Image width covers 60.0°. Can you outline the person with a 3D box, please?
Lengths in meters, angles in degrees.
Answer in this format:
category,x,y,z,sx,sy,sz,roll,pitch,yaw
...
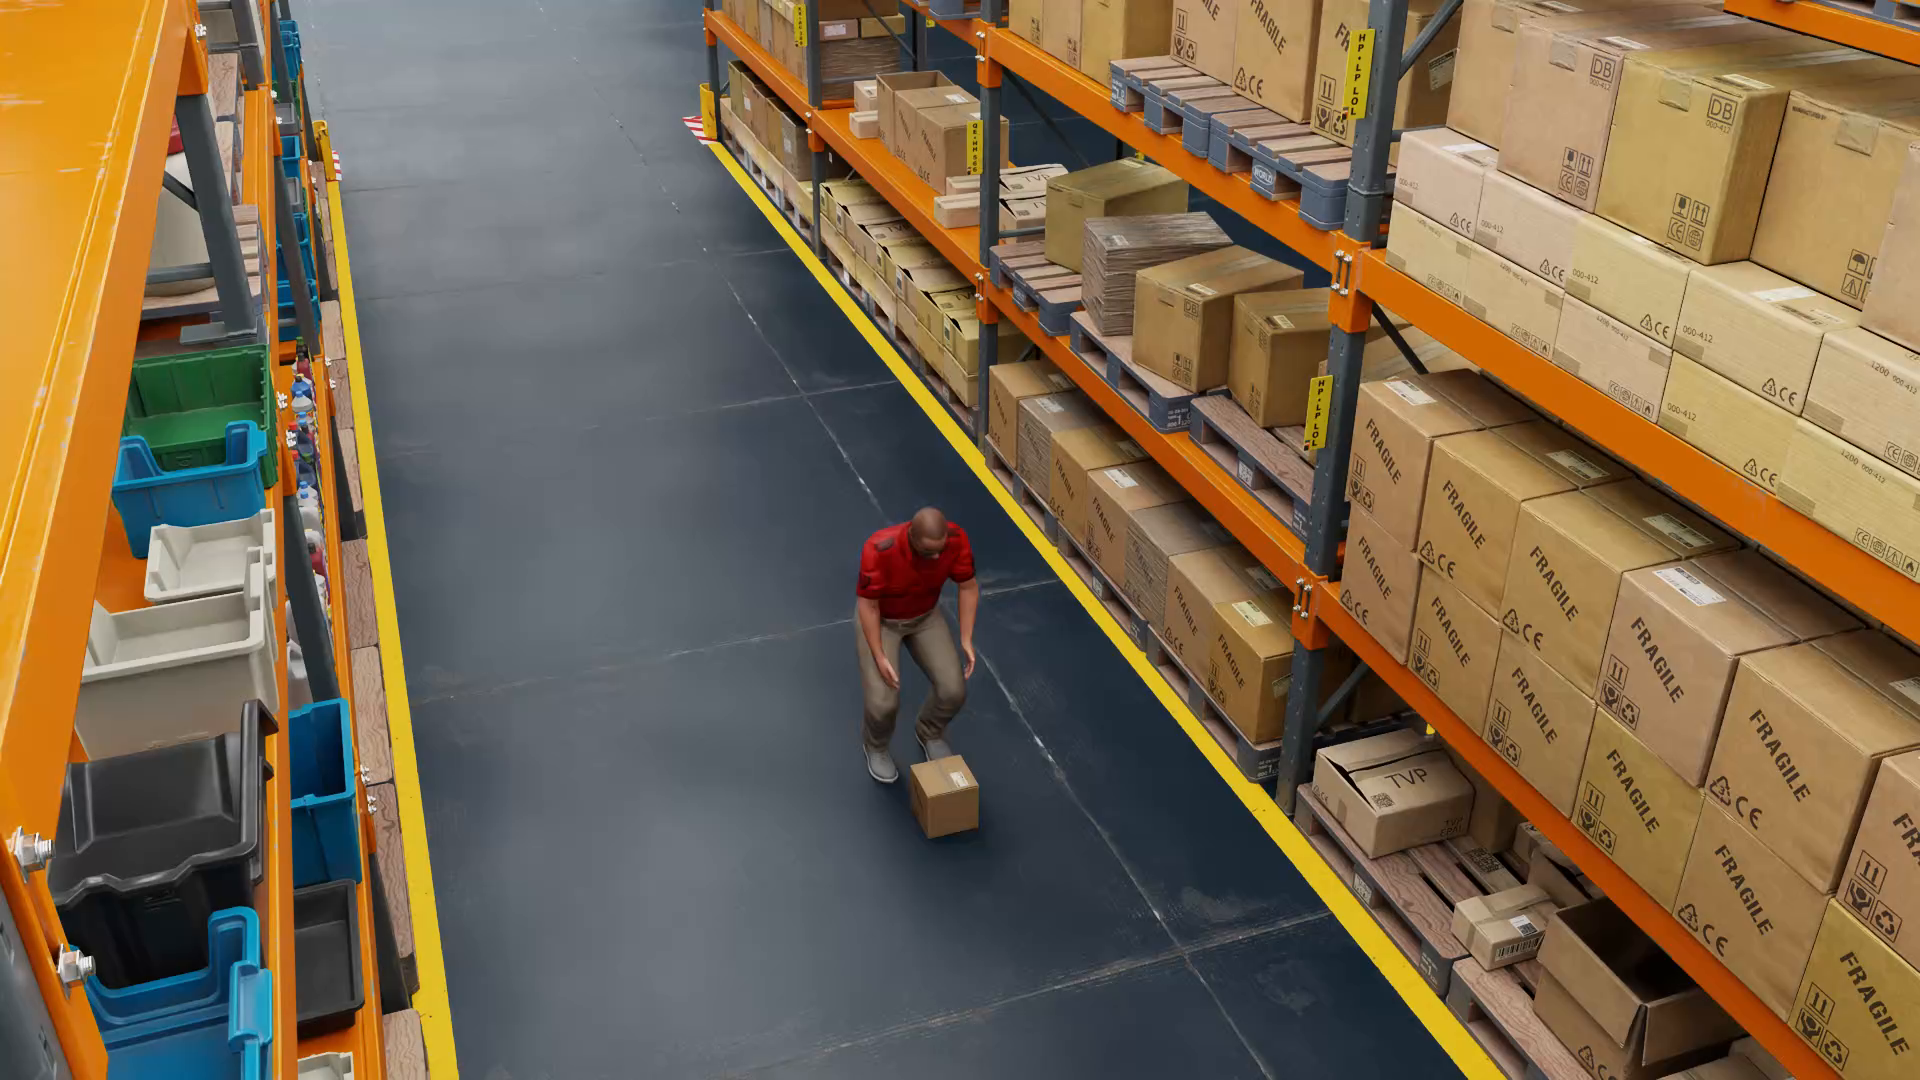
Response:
category,x,y,z,sx,sy,sz,roll,pitch,yaw
person,-0.213,0.430,7.831,0.586,1.520,0.621,-10,31,-17
